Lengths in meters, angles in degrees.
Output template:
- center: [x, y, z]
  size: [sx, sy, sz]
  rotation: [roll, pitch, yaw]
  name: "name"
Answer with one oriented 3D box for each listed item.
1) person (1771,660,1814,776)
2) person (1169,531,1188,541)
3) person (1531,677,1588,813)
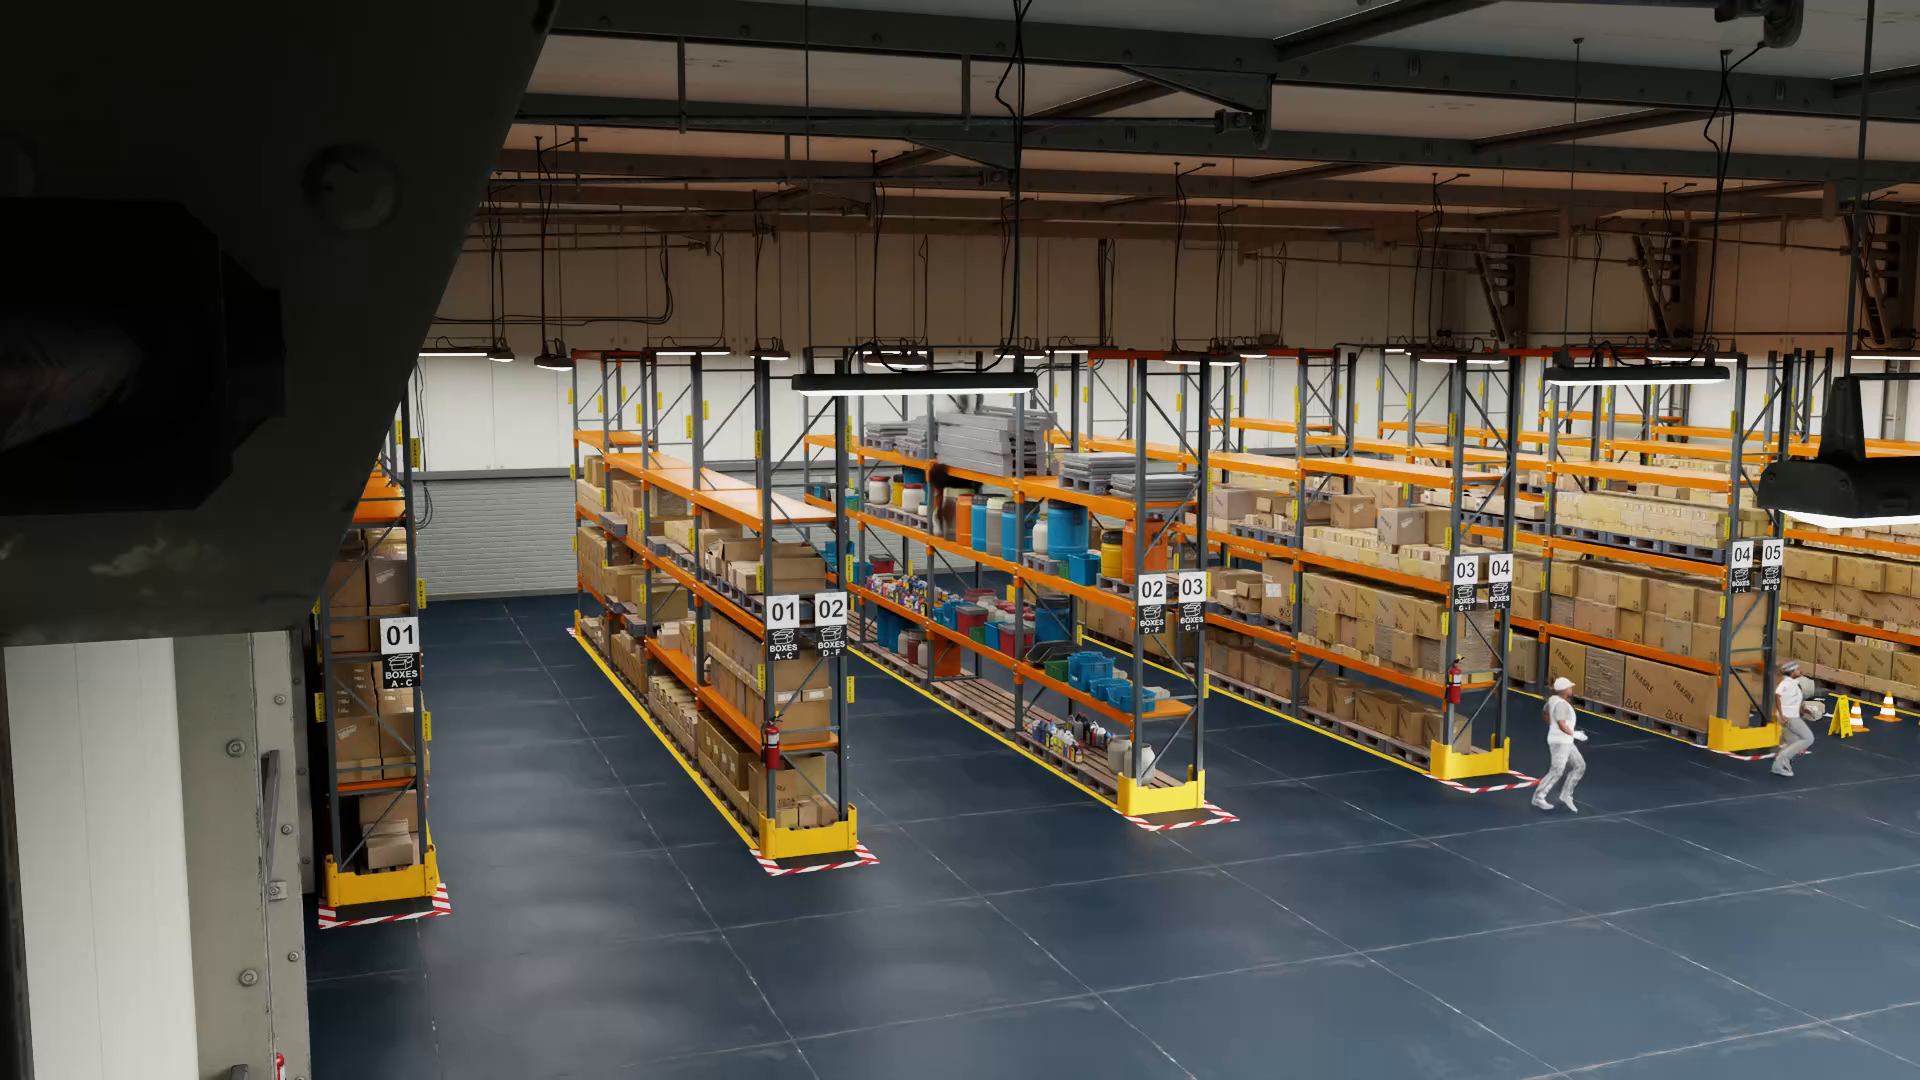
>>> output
- center: [12.007, 2.549, 23.937]
  size: [0.546, 1.640, 0.593]
  rotation: [3, 8, 25]
  name: "person"
- center: [5.288, 0.389, 41.179]
  size: [0.803, 1.661, 0.721]
  rotation: [-3, 8, -26]
  name: "person"
- center: [8.005, 2.719, 22.165]
  size: [0.672, 1.784, 0.738]
  rotation: [3, 8, 20]
  name: "person"
